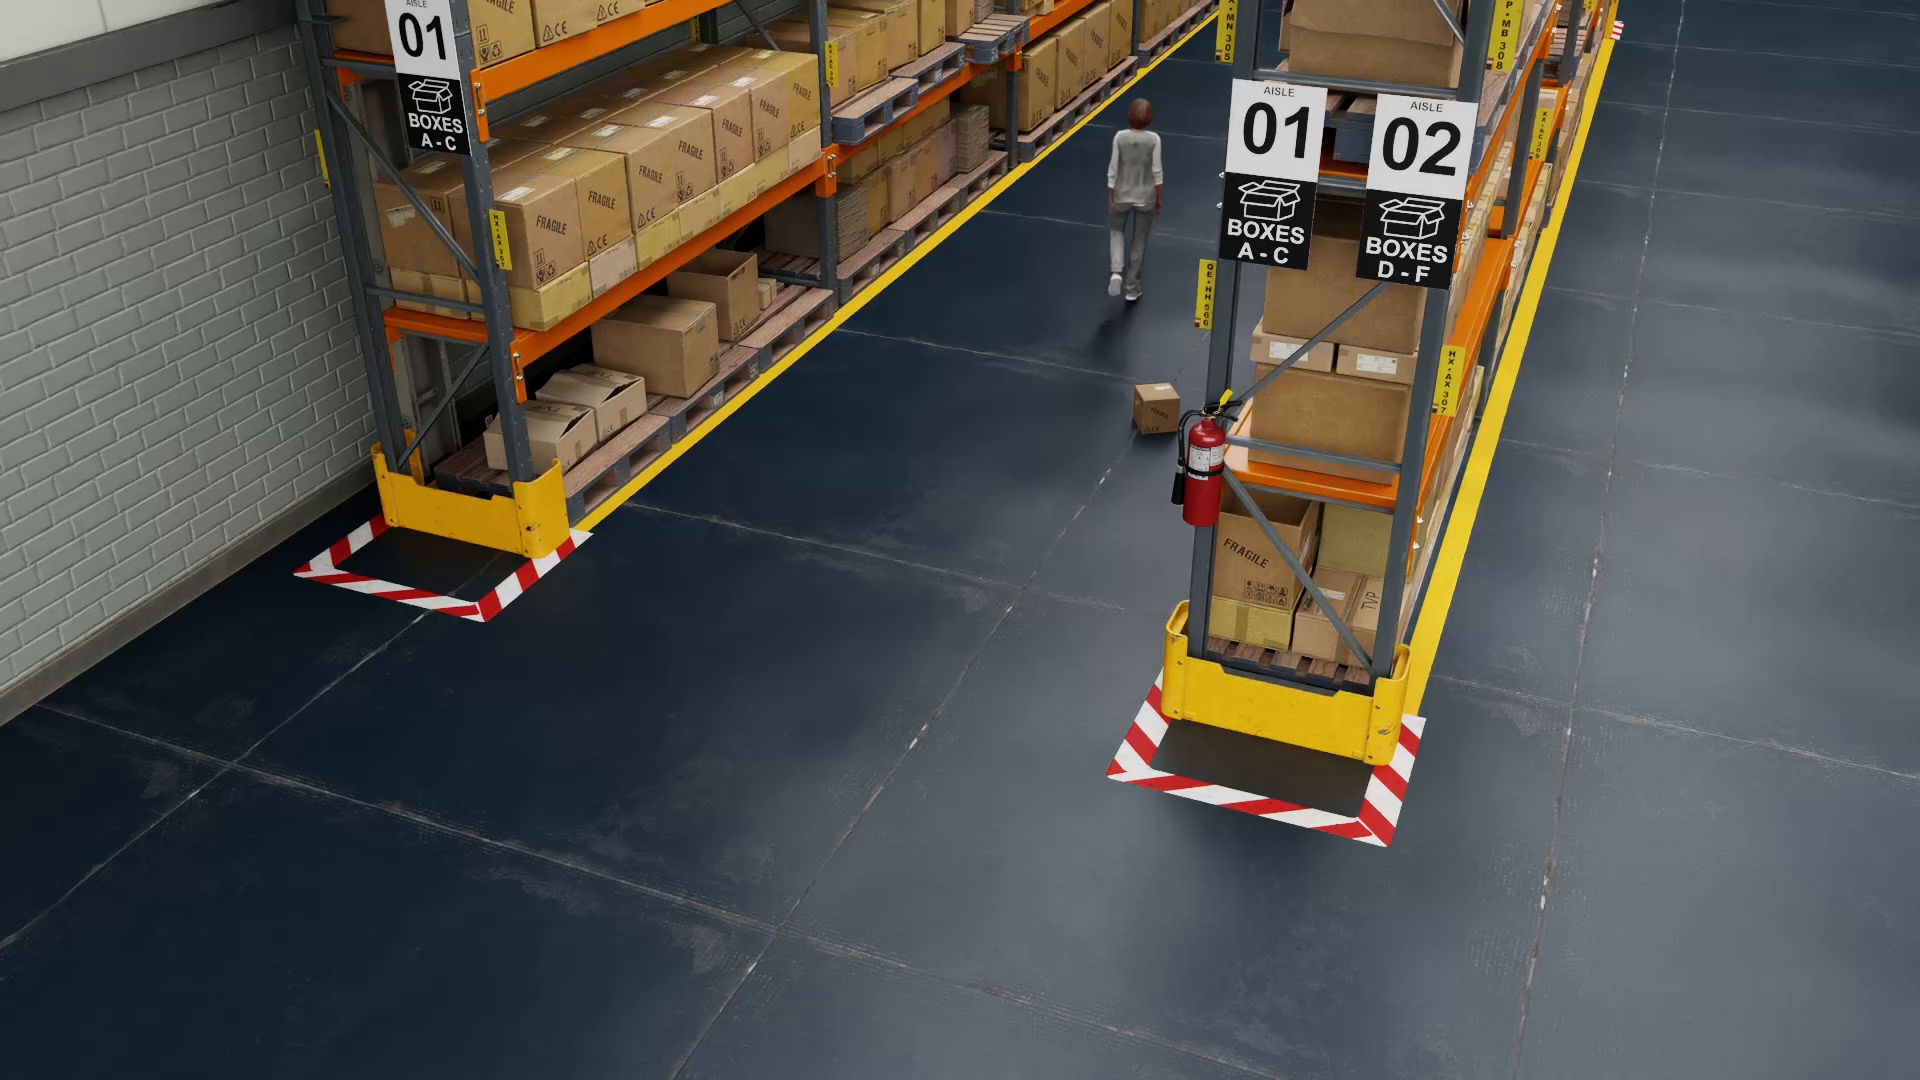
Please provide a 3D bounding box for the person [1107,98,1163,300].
[{"bbox_3d":[1.349,-2.628,12.887,0.427,1.594,0.433,6,31,10],"label":"person"}]
